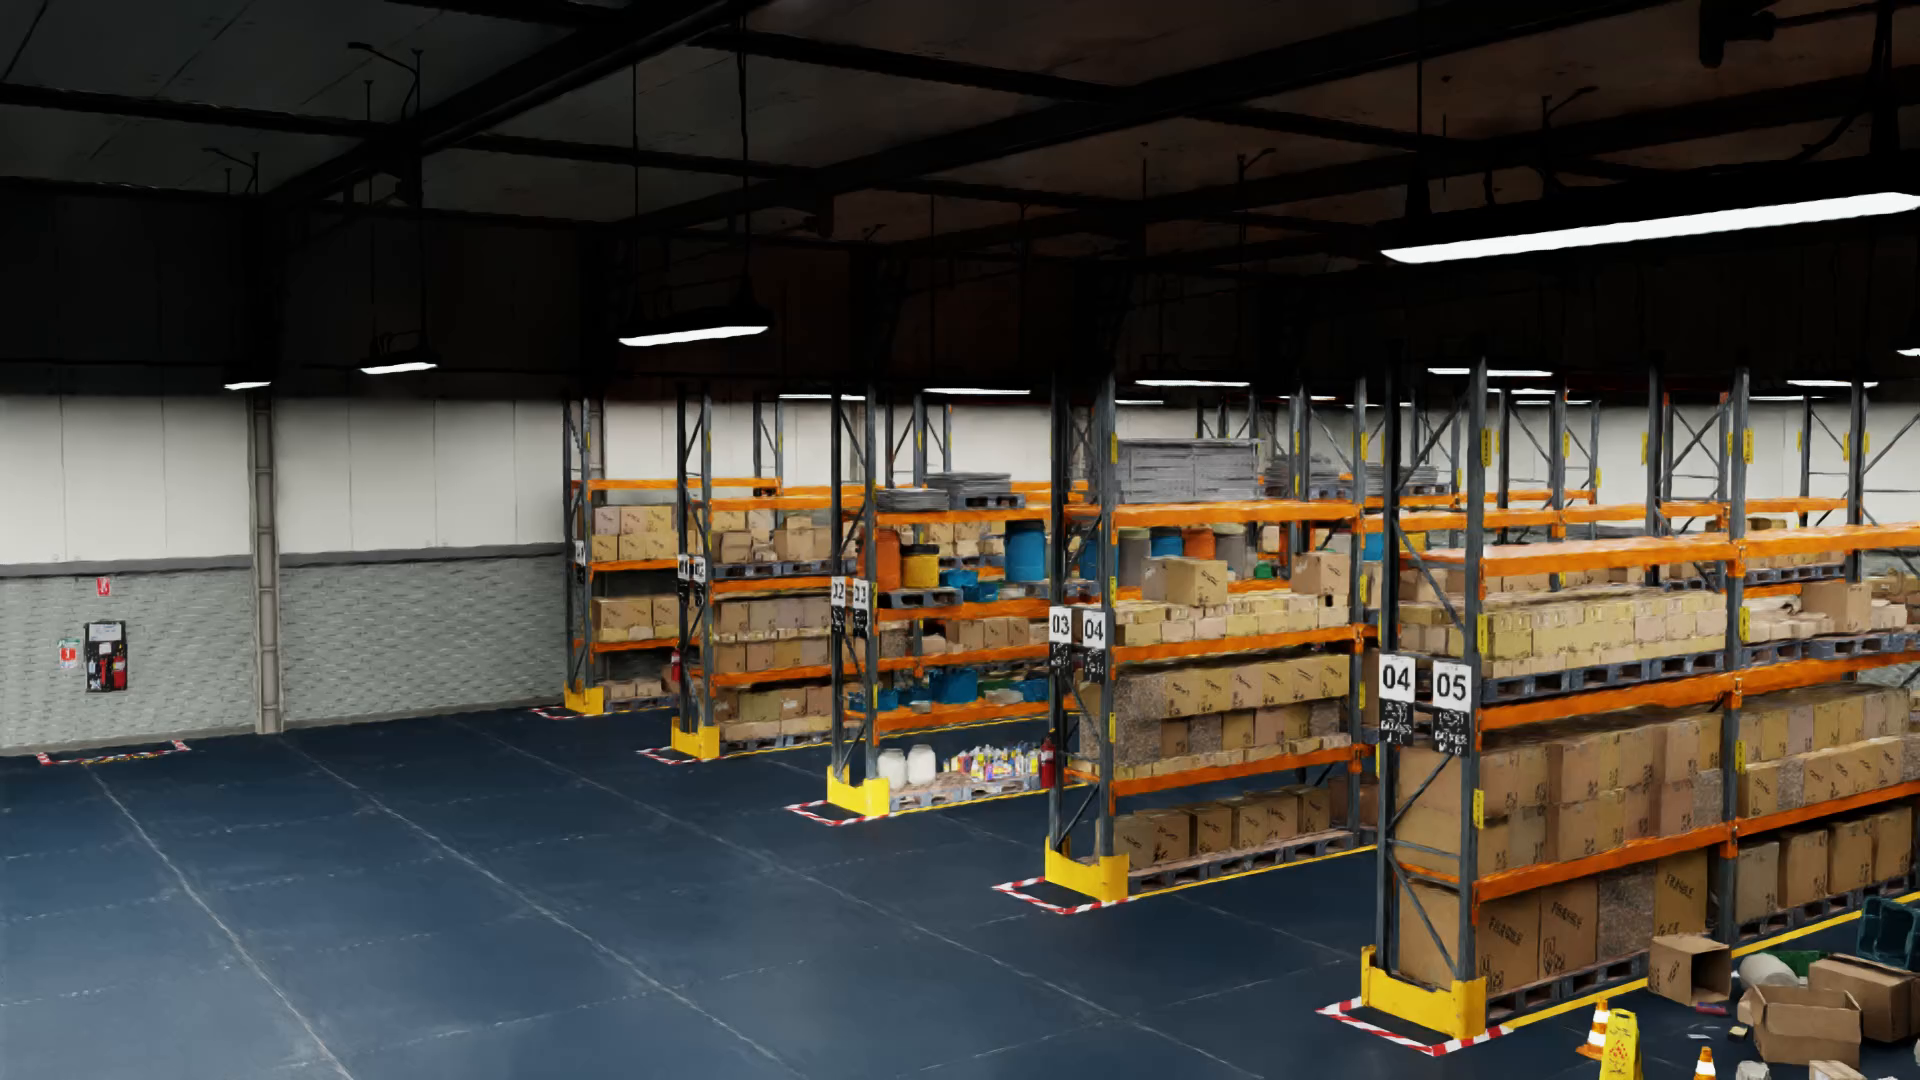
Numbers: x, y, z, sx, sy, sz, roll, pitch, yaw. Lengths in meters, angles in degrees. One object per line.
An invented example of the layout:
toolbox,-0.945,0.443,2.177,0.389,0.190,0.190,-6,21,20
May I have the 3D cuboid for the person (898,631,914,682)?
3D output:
person,-1.039,2.387,31.245,1.032,1.517,0.417,-2,4,-32
